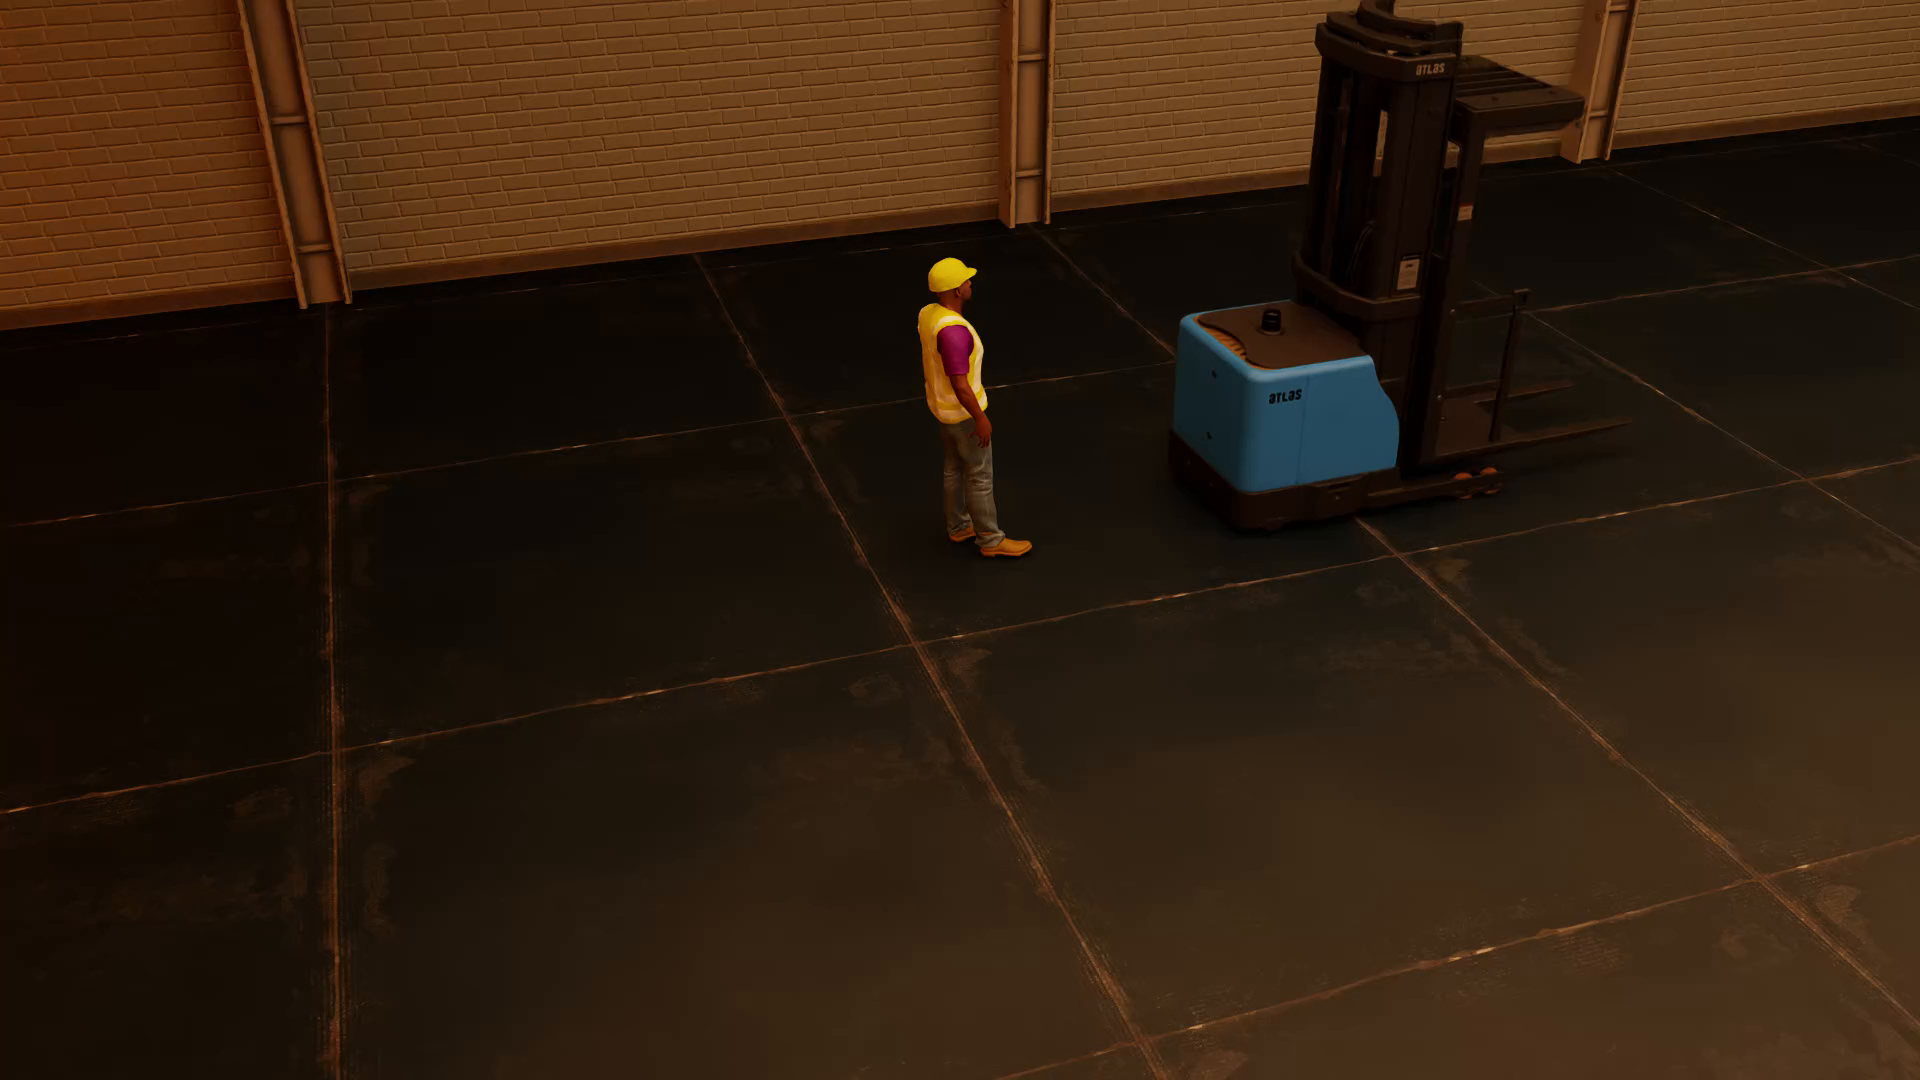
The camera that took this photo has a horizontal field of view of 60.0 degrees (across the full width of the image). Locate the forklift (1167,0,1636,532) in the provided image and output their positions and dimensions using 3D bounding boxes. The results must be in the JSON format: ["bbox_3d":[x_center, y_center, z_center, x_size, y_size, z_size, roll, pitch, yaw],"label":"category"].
[{"bbox_3d":[2.916,-1.763,10.152,3.031,2.935,1.130,-10,31,-17],"label":"forklift"}]

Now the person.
[{"bbox_3d":[0.068,-0.780,9.597,0.575,1.768,0.665,-10,31,-16],"label":"person"}]
